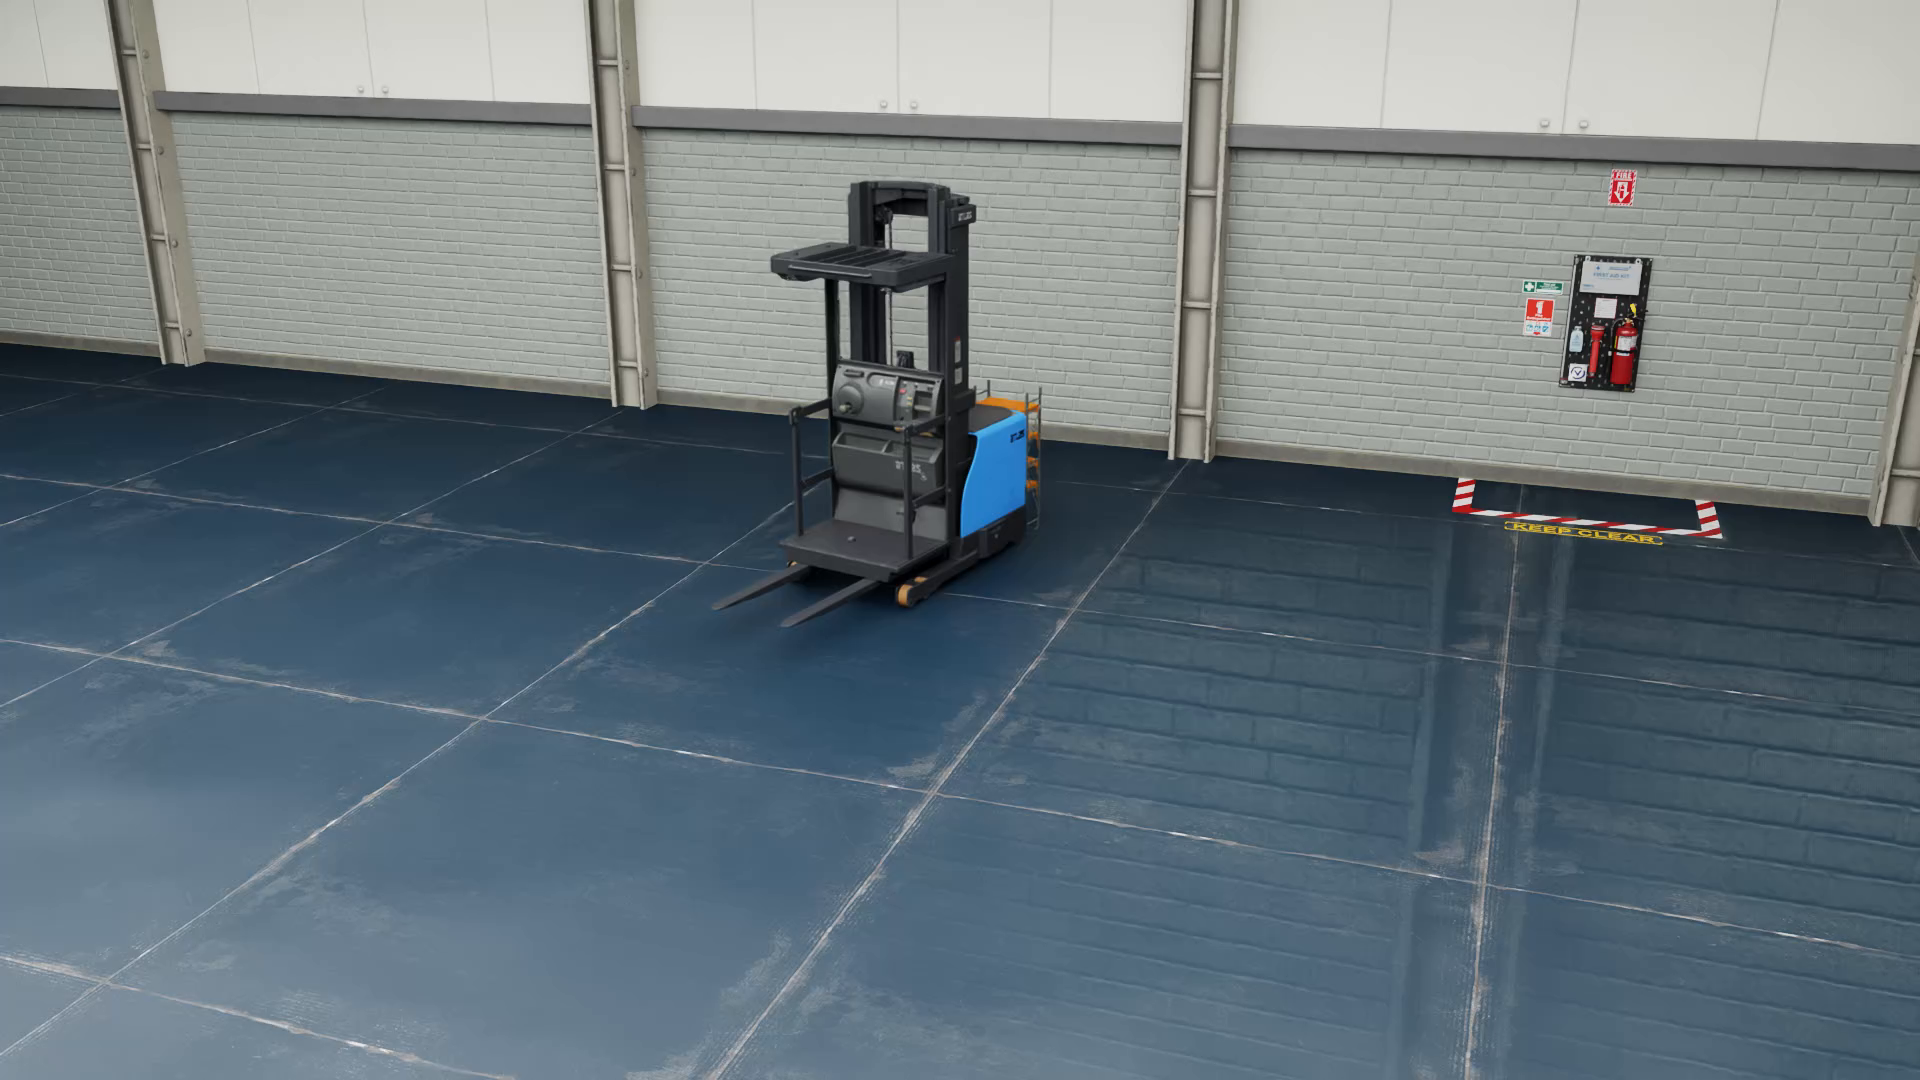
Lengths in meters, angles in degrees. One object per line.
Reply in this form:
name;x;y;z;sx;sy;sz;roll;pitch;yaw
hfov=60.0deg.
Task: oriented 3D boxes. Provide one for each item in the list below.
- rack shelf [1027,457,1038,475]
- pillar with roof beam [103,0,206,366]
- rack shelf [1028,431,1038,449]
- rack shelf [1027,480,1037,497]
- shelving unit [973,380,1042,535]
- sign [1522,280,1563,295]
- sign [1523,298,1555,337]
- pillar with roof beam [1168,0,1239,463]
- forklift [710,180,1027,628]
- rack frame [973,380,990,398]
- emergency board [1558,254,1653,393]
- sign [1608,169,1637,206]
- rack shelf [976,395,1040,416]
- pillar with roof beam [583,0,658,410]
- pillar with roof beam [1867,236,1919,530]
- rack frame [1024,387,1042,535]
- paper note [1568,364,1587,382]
rack shelf;0.386;-0.618;13.730;0.480;0.148;0.258;11;22;30
pillar with roof beam;-10.538;-5.001;14.253;0.400;9.000;9.100;7;20;18
rack shelf;0.386;-0.829;13.657;0.480;0.148;0.258;11;22;30
rack shelf;0.386;-0.430;13.795;0.480;0.148;0.258;11;22;30
shelving unit;0.386;-0.681;13.708;0.503;1.200;0.258;11;22;30
sign;5.069;-2.197;14.463;0.331;0.109;0.001;7;20;18
sign;5.068;-1.950;14.560;0.234;0.329;0.001;7;20;18
pillar with roof beam;0.797;-3.705;10.534;0.400;9.000;9.100;7;20;18
forklift;-0.656;-1.067;12.185;1.130;2.935;3.031;11;22;30
rack frame;0.179;-0.724;13.829;0.015;1.200;0.240;11;22;30
emergency board;5.556;-1.842;14.302;0.643;1.169;0.194;7;20;18
sign;5.581;-2.968;14.012;0.199;0.298;0.001;7;20;18
rack shelf;0.386;-1.053;13.579;0.480;0.148;0.258;11;22;30
pillar with roof beam;-4.870;-4.353;12.394;0.400;9.000;9.100;7;20;18
pillar with roof beam;6.465;-3.057;8.675;0.400;9.000;9.100;7;20;18
rack frame;0.594;-0.639;13.587;0.015;1.200;0.240;11;22;30
paper note;5.411;-1.466;14.564;0.142;0.148;0.016;7;20;18
